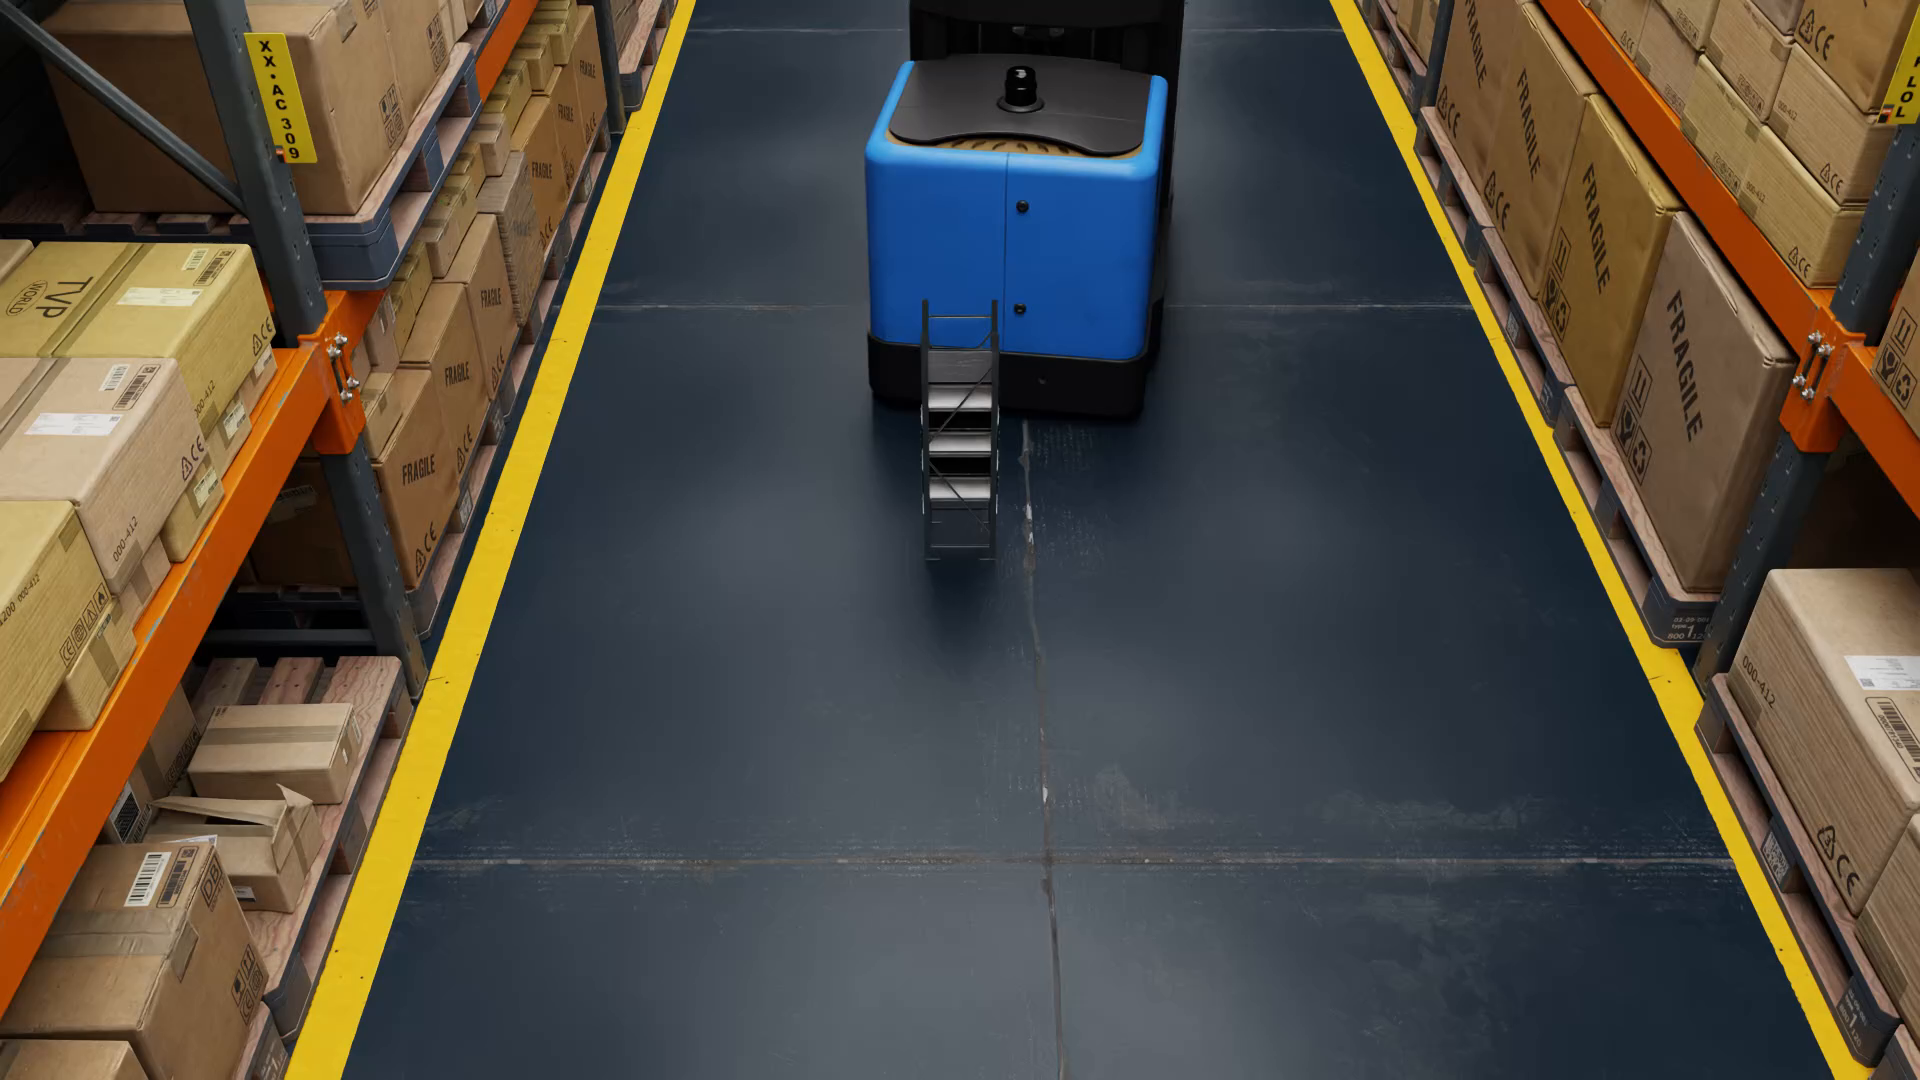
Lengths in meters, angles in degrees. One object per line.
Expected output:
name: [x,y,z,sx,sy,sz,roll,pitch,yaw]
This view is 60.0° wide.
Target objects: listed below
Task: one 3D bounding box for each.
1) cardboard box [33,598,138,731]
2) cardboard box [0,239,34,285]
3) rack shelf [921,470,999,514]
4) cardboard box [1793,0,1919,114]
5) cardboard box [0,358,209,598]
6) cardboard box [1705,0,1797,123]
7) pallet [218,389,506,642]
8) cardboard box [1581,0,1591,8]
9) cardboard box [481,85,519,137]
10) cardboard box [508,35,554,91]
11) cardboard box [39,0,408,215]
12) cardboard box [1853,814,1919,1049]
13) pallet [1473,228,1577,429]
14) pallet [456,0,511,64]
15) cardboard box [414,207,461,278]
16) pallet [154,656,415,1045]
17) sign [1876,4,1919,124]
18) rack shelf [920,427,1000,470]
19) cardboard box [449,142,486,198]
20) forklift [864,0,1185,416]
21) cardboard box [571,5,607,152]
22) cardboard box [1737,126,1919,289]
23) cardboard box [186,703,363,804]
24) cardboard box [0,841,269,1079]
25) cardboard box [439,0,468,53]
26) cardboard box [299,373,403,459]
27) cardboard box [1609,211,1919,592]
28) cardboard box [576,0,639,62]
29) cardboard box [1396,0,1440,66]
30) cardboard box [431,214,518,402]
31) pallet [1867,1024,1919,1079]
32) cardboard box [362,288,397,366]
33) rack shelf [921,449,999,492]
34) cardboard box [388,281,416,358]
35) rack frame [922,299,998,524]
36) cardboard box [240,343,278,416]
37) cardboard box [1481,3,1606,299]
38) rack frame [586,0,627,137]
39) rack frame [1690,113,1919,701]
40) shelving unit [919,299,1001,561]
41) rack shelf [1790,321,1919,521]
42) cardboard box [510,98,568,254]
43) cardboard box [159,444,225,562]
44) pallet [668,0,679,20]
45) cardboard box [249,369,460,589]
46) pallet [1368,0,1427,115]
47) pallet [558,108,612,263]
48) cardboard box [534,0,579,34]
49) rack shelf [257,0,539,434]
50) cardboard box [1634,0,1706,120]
cardboard box: [-1.866,0.237,3.256,0.380,0.149,0.250,-1,39,-1]
cardboard box: [-2.436,-0.457,3.803,0.500,0.250,0.500,0,39,-1]
rack shelf: [0.000,-0.180,5.596,0.258,0.077,0.200,0,39,0]
cardboard box: [2.545,-1.424,4.248,0.500,0.500,0.500,1,39,1]
cardboard box: [-1.907,-0.135,3.402,0.500,0.250,0.500,0,39,0]
cardboard box: [2.545,-1.440,4.868,0.500,0.250,0.500,1,39,1]
pallet: [-2.205,-0.130,5.743,1.003,0.211,1.213,0,39,0]
cardboard box: [2.554,-2.203,6.220,0.500,0.250,0.500,1,39,1]
cardboard box: [-1.974,-1.687,6.601,0.380,0.149,0.250,-1,39,-1]
cardboard box: [-1.930,-2.008,7.002,0.380,0.149,0.250,-1,39,-2]
cardboard box: [-1.943,-1.215,4.451,0.700,0.500,0.500,1,39,1]
cardboard box: [2.692,1.073,3.725,0.875,0.438,0.875,-1,39,-1]
pallet: [2.717,-0.874,6.672,1.003,0.211,1.213,0,39,0]
pallet: [-2.164,-1.920,5.900,1.003,0.211,1.213,0,39,0]
cardboard box: [-1.967,-1.037,5.789,0.380,0.149,0.250,0,39,0]
pallet: [-2.167,0.808,4.573,1.003,0.211,1.213,0,39,0]
sign: [2.254,-1.130,3.898,0.100,0.325,0.005,0,39,0]
rack shelf: [0.000,-0.320,5.483,0.258,0.077,0.200,0,39,0]
cardboard box: [-1.995,-1.361,6.194,0.380,0.149,0.250,0,39,0]
forklift: [0.378,-2.525,6.557,1.130,2.935,3.031,5,39,7]
cardboard box: [-1.956,-2.135,7.678,0.500,0.500,0.500,1,39,1]
cardboard box: [2.544,-0.937,4.640,0.500,0.250,0.500,-1,39,-1]
cardboard box: [-1.872,0.588,4.562,0.380,0.149,0.250,-1,39,-1]
cardboard box: [-2.031,1.037,3.720,0.700,0.500,0.500,-1,39,-2]
cardboard box: [-1.784,-1.690,5.232,0.396,0.266,0.258,2,39,2]
cardboard box: [-1.901,-0.375,4.964,0.380,0.149,0.250,2,39,2]
cardboard box: [2.716,-0.438,5.261,0.875,0.875,0.875,1,39,1]
cardboard box: [-2.158,-2.838,8.456,0.875,0.625,0.625,1,39,1]
cardboard box: [2.802,-2.708,8.496,0.950,0.372,0.625,-2,39,-3]
cardboard box: [-1.949,-0.845,6.069,0.500,0.500,0.500,-1,39,-1]
pallet: [2.724,1.613,3.568,1.003,0.211,1.213,0,39,0]
cardboard box: [-1.949,-0.654,5.074,0.380,0.149,0.250,-2,39,-2]
rack shelf: [0.000,-0.250,5.539,0.258,0.077,0.200,0,39,0]
cardboard box: [-1.990,-0.709,5.380,0.380,0.149,0.250,-2,39,-2]
rack frame: [0.000,-0.410,5.542,0.240,0.900,0.006,0,39,0]
cardboard box: [-1.914,-0.412,4.066,0.380,0.149,0.250,0,39,1]
cardboard box: [2.707,-1.562,6.663,0.875,0.875,0.875,0,39,1]
rack frame: [-2.171,-3.211,7.358,1.000,3.000,0.127,0,39,0]
rack frame: [2.797,-0.715,4.244,1.000,3.000,0.127,0,39,0]
shelving unit: [0.000,-0.346,5.462,0.258,0.900,0.210,0,39,0]
rack shelf: [2.799,0.816,2.908,1.077,0.370,4.000,0,39,0]
cardboard box: [-1.962,-1.495,6.879,0.500,0.500,0.500,2,39,2]
cardboard box: [-1.867,-0.087,3.660,0.380,0.149,0.250,1,39,1]
pallet: [-2.132,-3.398,9.822,1.003,0.211,1.213,0,39,0]
cardboard box: [-1.942,-0.200,5.264,0.500,0.500,0.500,2,39,2]
pallet: [2.793,-2.617,8.847,1.003,0.211,1.213,0,39,0]
pallet: [-2.208,-1.656,7.647,1.003,0.211,1.213,0,39,0]
cardboard box: [-1.917,-2.344,7.420,0.380,0.149,0.250,-2,39,-2]
rack shelf: [-2.169,-1.679,6.022,1.077,0.370,4.000,0,39,0]
cardboard box: [2.563,-1.571,5.432,0.500,0.250,0.500,-1,39,-1]
